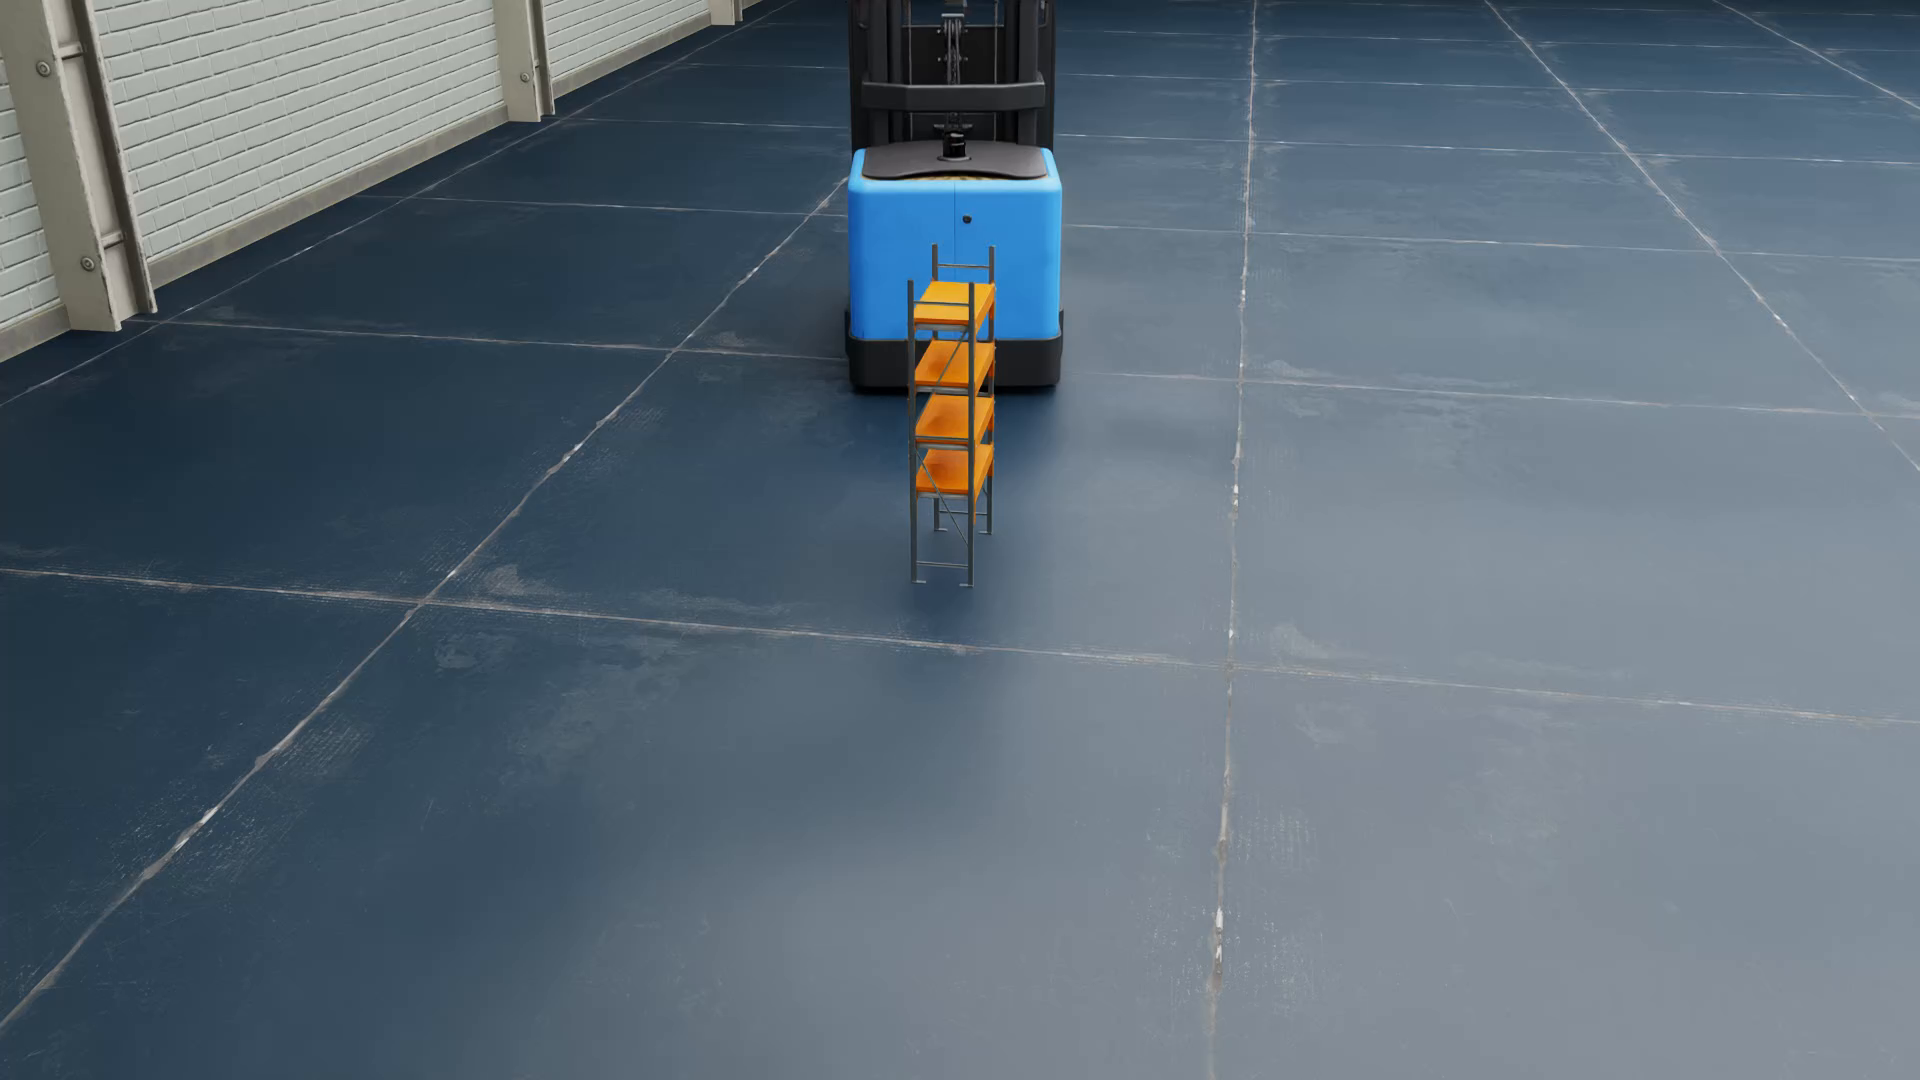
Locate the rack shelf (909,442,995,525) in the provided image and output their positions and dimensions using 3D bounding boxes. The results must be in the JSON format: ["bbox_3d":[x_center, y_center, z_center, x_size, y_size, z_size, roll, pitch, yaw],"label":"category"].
[{"bbox_3d":[-0.027,-0.233,6.460,0.258,0.148,0.480,4,25,9],"label":"rack shelf"}]

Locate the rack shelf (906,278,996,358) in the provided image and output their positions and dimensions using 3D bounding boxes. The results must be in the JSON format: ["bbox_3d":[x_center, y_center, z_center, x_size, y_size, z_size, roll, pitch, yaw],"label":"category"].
[{"bbox_3d":[-0.027,-0.830,6.181,0.258,0.148,0.480,4,25,9],"label":"rack shelf"}]

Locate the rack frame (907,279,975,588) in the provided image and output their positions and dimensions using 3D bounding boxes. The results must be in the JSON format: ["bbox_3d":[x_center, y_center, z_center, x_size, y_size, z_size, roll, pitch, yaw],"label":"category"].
[{"bbox_3d":[-0.067,-0.372,6.130,0.240,1.200,0.015,4,25,9],"label":"rack frame"}]

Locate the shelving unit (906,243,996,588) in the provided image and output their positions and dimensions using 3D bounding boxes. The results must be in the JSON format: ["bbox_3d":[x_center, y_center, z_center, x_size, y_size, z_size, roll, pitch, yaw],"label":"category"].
[{"bbox_3d":[-0.027,-0.474,6.348,0.258,1.200,0.503,4,25,9],"label":"shelving unit"}]

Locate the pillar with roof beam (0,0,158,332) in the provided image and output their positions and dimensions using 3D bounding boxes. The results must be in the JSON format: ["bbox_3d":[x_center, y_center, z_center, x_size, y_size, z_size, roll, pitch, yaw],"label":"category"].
[{"bbox_3d":[-0.551,-5.026,6.872,9.100,9.000,0.400,4,25,9],"label":"pillar with roof beam"}]

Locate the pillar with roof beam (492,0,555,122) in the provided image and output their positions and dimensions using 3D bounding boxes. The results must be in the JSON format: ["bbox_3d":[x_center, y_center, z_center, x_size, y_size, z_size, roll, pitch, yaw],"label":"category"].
[{"bbox_3d":[0.430,-7.535,12.233,9.100,9.000,0.400,4,25,9],"label":"pillar with roof beam"}]

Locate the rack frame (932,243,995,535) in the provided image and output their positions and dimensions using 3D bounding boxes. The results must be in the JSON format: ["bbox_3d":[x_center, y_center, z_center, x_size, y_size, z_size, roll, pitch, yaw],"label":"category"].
[{"bbox_3d":[0.013,-0.576,6.566,0.240,1.200,0.015,4,25,9],"label":"rack frame"}]

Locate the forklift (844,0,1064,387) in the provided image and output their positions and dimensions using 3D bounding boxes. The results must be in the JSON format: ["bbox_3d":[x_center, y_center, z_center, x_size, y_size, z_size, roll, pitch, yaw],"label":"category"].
[{"bbox_3d":[-0.044,-2.662,8.979,1.130,2.935,3.031,0,25,-1],"label":"forklift"}]

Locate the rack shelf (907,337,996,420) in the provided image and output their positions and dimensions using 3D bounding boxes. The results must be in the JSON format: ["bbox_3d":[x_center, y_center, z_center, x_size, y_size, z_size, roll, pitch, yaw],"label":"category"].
[{"bbox_3d":[-0.027,-0.616,6.281,0.258,0.148,0.480,4,25,9],"label":"rack shelf"}]

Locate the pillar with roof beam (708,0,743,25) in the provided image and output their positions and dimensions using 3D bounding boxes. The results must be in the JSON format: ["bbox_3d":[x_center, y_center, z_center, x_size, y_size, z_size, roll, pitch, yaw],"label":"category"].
[{"bbox_3d":[1.410,-10.045,17.594,9.100,9.000,0.400,4,25,9],"label":"pillar with roof beam"}]

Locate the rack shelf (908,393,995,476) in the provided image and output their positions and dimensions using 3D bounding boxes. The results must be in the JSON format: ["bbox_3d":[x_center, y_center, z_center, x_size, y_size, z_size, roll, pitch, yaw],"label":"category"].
[{"bbox_3d":[-0.027,-0.413,6.376,0.258,0.148,0.480,4,25,9],"label":"rack shelf"}]
